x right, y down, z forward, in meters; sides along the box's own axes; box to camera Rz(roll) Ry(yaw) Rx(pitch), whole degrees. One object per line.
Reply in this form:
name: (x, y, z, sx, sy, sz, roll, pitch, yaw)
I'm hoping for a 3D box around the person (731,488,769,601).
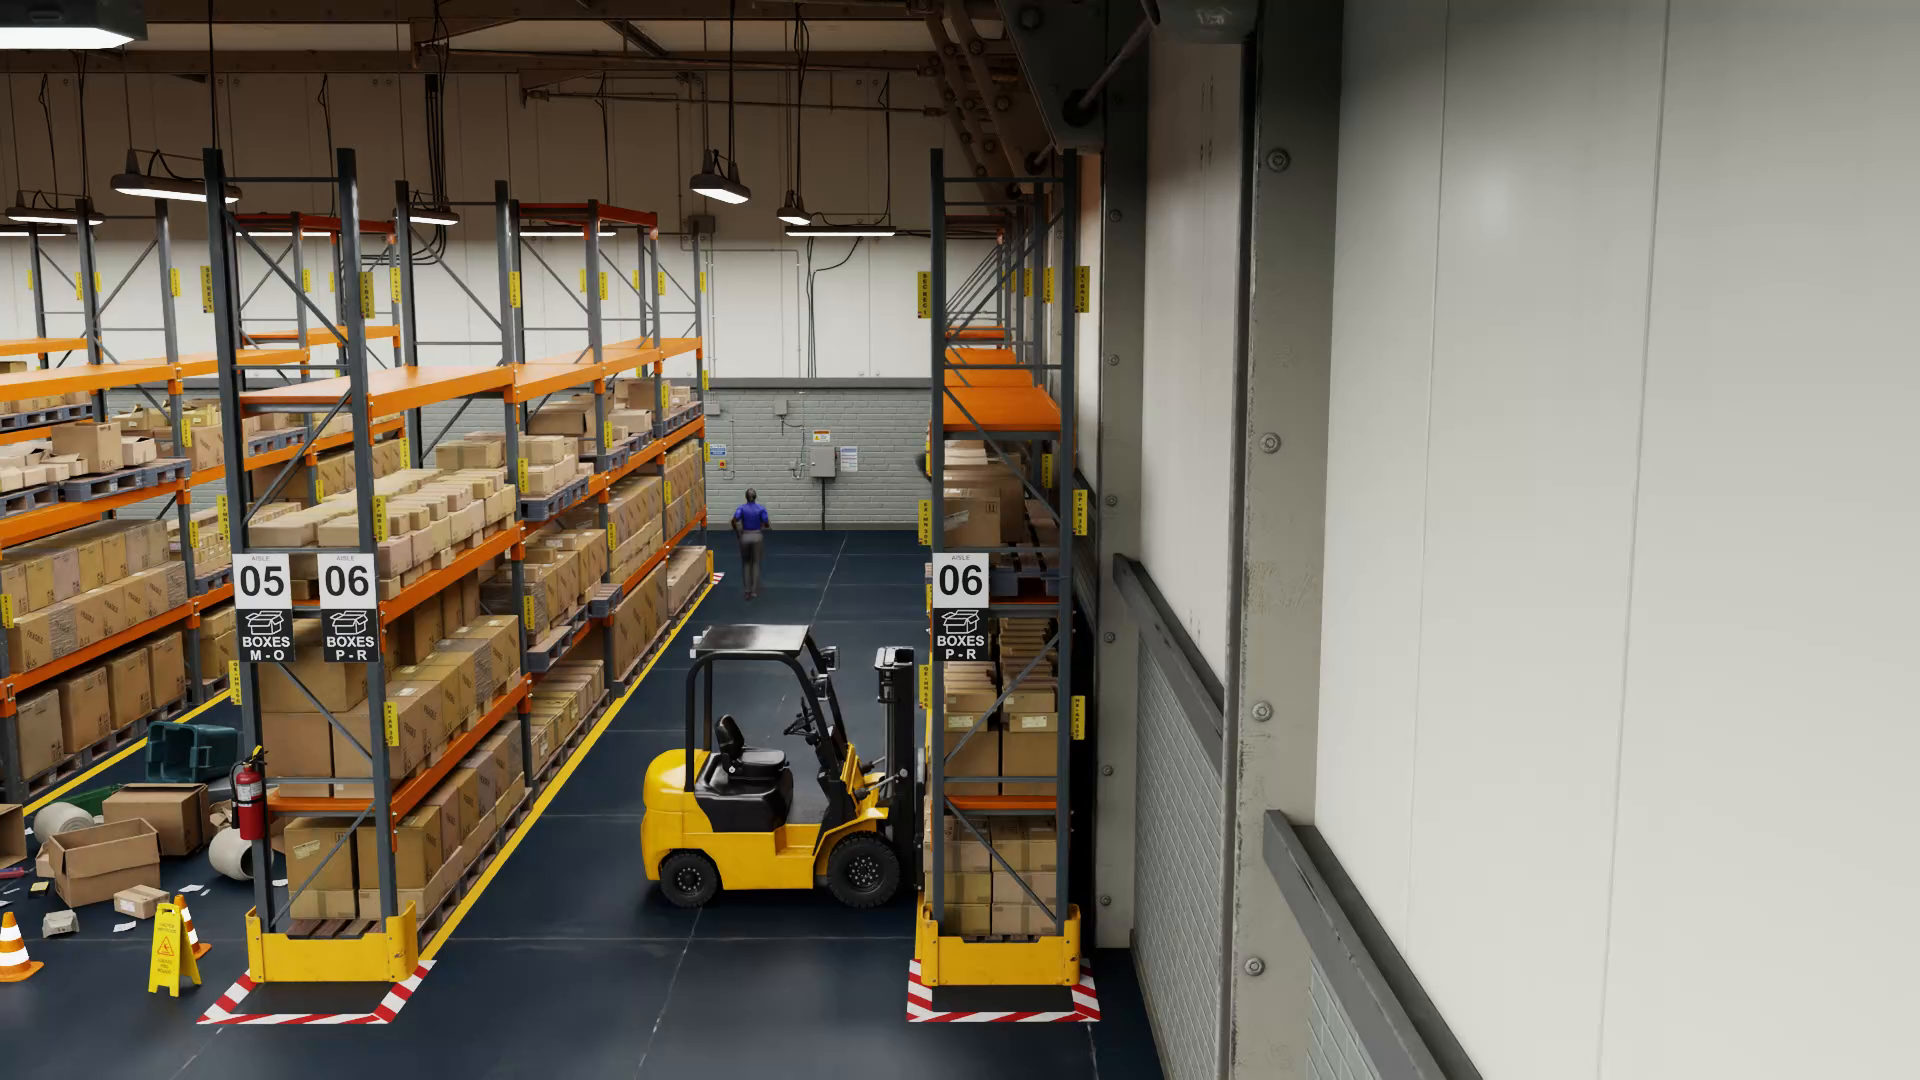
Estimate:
person: (-3.148, 0.084, 25.086, 0.555, 1.761, 0.669, -1, 9, -3)
